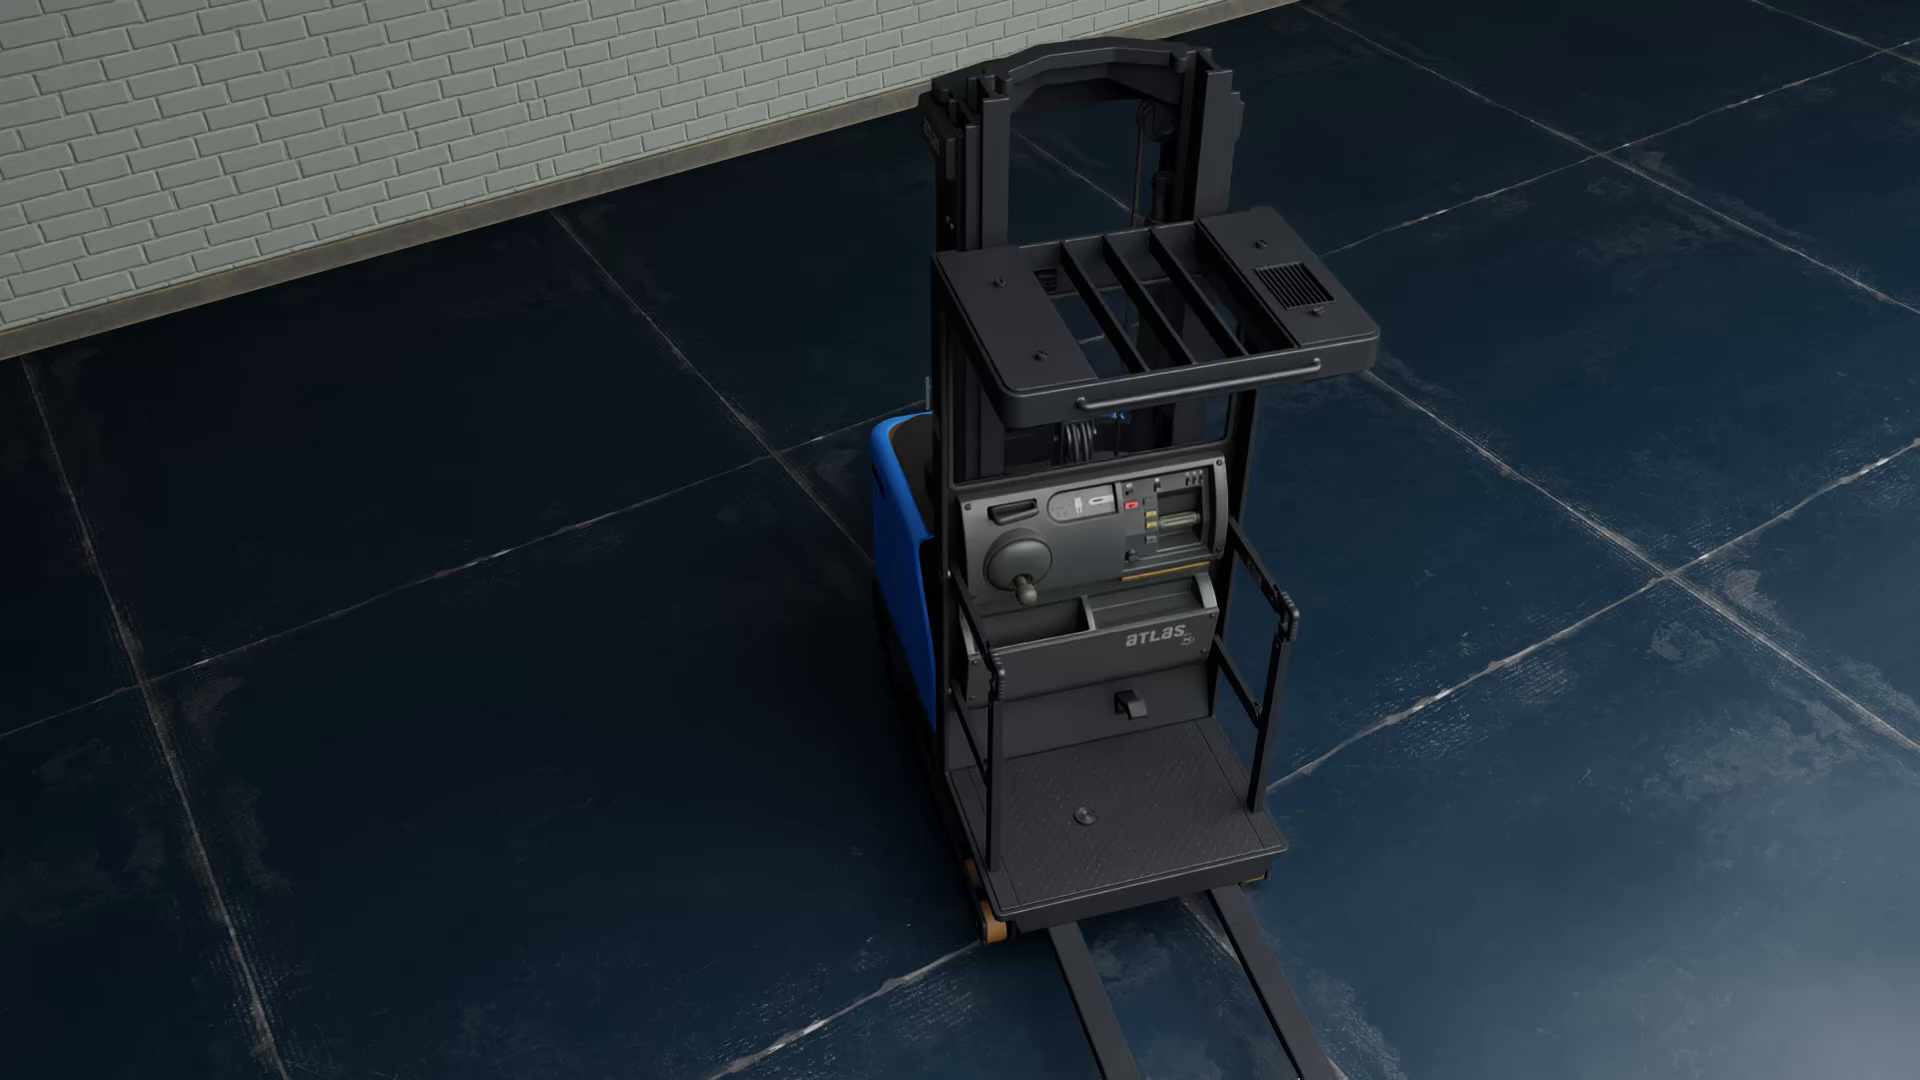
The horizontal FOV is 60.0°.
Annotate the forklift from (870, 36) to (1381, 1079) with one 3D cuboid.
[{"bbox_3d":[0.517,0.043,5.409,1.130,2.935,3.031,-10,41,-12],"label":"forklift"}]

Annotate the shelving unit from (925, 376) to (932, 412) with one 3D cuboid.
[{"bbox_3d":[0.004,-0.341,7.457,0.258,0.900,0.210,-22,45,-24],"label":"shelving unit"}]

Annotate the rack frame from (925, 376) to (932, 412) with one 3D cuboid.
[{"bbox_3d":[-0.050,-0.396,7.523,0.240,0.900,0.006,-22,45,-24],"label":"rack frame"}]
